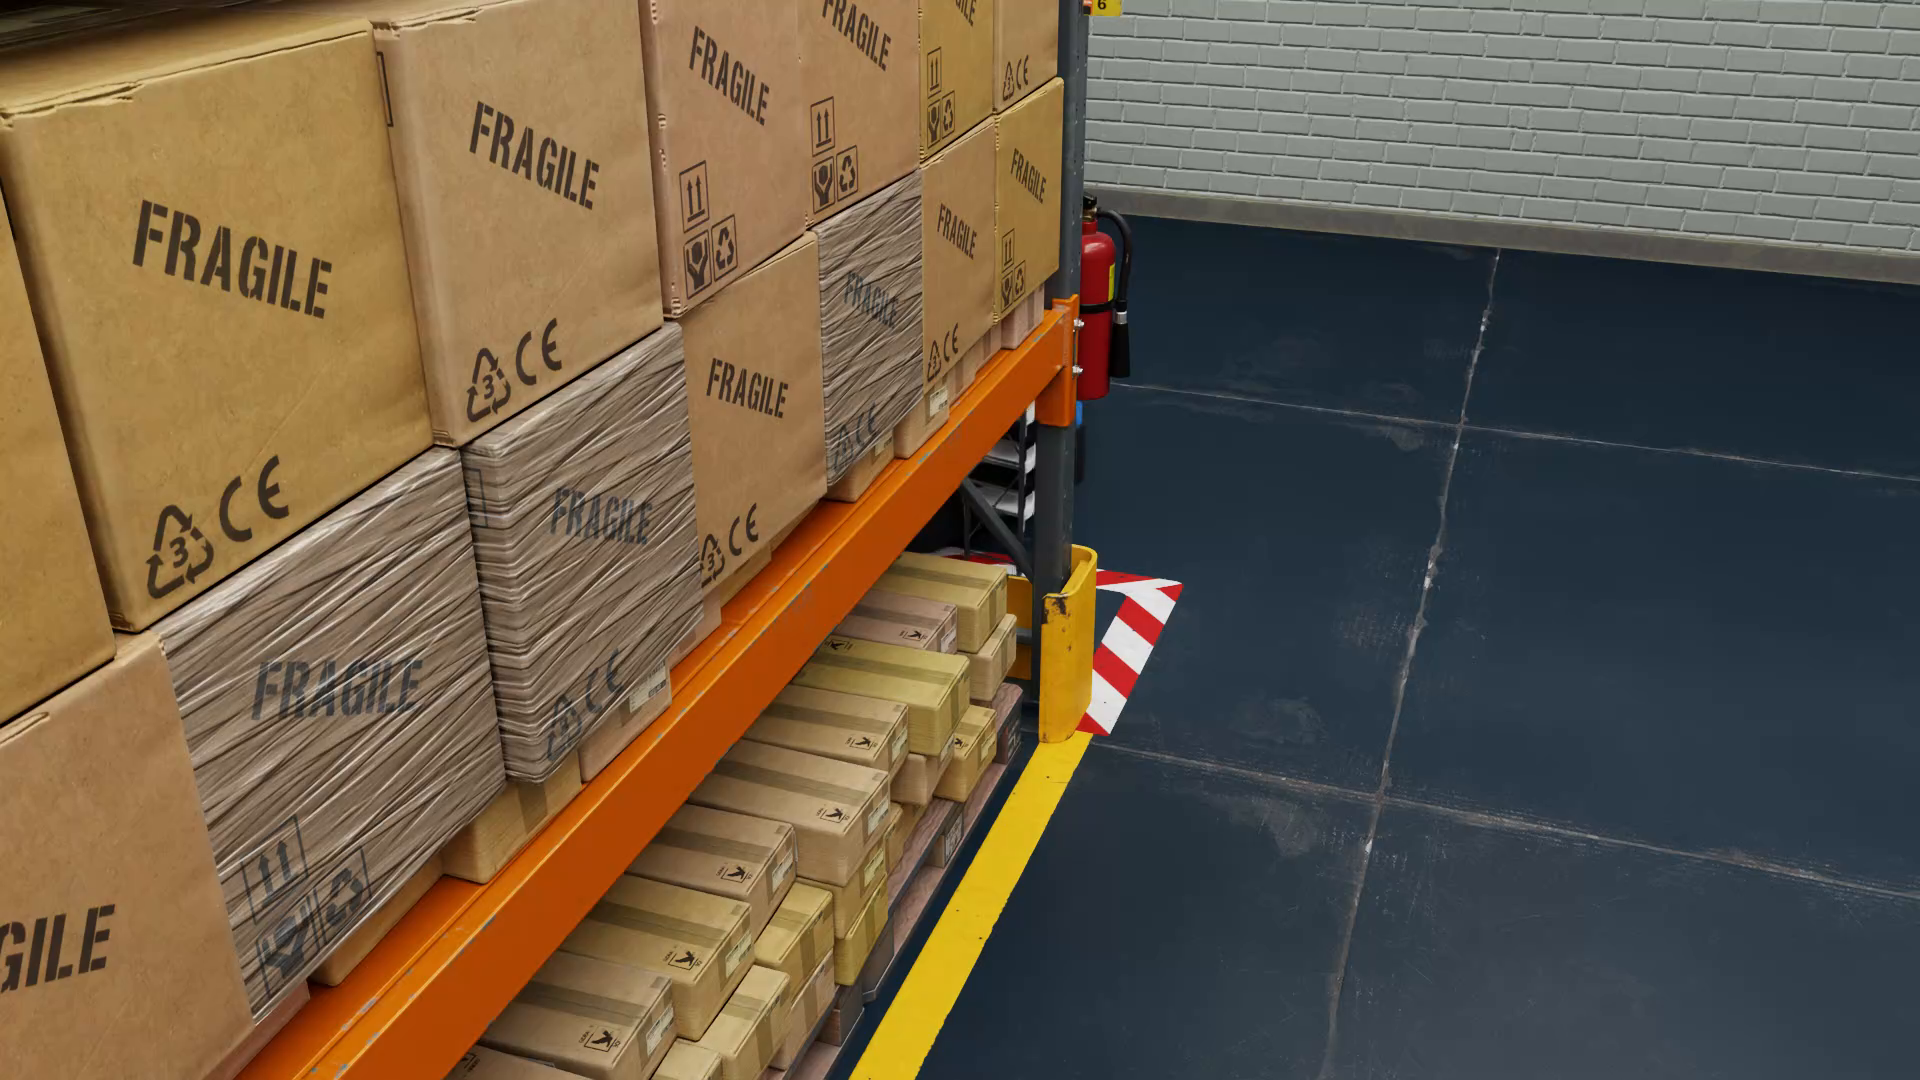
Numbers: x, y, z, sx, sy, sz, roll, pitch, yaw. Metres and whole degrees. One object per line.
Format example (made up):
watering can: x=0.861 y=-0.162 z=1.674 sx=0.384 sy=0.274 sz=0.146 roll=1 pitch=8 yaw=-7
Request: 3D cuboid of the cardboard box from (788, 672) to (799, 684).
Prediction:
cardboard box: x=-0.638 y=0.464 z=4.638 sx=0.380 sy=0.149 sz=0.250 roll=9 pitch=27 yaw=17

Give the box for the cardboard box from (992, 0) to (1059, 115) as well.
cardboard box: x=-0.070 y=-1.323 z=3.936 sx=0.500 sy=0.500 sz=0.500 roll=8 pitch=27 yaw=16

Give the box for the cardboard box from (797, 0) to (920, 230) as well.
cardboard box: x=-0.403 y=-0.900 z=3.062 sx=0.500 sy=0.500 sz=0.500 roll=10 pitch=28 yaw=20

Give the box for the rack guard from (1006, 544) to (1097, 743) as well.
rack guard: x=-0.177 y=0.238 z=5.184 sx=1.175 sy=0.500 sz=0.348 roll=9 pitch=27 yaw=17

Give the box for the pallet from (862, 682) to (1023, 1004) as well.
pallet: x=-0.481 y=0.697 z=4.568 sx=1.003 sy=0.211 sz=1.213 roll=9 pitch=27 yaw=17

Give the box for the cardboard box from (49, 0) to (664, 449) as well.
cardboard box: x=-0.748 y=-0.471 z=2.177 sx=0.500 sy=0.500 sz=0.500 roll=9 pitch=27 yaw=18

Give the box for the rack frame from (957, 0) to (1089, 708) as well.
rack frame: x=-0.152 y=-0.918 z=4.704 sx=1.000 sy=3.000 sz=0.127 roll=9 pitch=27 yaw=17

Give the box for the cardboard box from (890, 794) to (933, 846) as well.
cardboard box: x=-0.290 y=0.639 z=4.277 sx=0.380 sy=0.149 sz=0.250 roll=9 pitch=27 yaw=17

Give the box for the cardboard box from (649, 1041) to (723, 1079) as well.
cardboard box: x=-0.664 y=1.046 z=3.095 sx=0.380 sy=0.149 sz=0.250 roll=9 pitch=27 yaw=17

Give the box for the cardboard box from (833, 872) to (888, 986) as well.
cardboard box: x=-0.385 y=0.856 z=3.829 sx=0.380 sy=0.149 sz=0.250 roll=8 pitch=27 yaw=15

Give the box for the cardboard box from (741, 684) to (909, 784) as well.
cardboard box: x=-0.339 y=0.480 z=3.924 sx=0.380 sy=0.149 sz=0.250 roll=8 pitch=27 yaw=15

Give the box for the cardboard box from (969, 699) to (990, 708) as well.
cardboard box: x=-0.131 y=0.423 z=4.724 sx=0.380 sy=0.149 sz=0.250 roll=9 pitch=27 yaw=18

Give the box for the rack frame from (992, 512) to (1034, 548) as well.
rack frame: x=0.226 y=-0.358 z=5.956 sx=0.240 sy=0.900 sz=0.006 roll=15 pitch=30 yaw=28

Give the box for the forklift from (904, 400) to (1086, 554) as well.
forklift: x=-0.924 y=-1.793 z=6.589 sx=3.031 sy=2.935 sz=1.130 roll=22 pitch=34 yaw=38

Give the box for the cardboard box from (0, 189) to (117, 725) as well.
cardboard box: x=-1.103 y=-0.053 z=1.314 sx=0.500 sy=0.500 sz=0.500 roll=9 pitch=27 yaw=19

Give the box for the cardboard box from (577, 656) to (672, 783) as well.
cardboard box: x=-0.688 y=0.222 z=2.638 sx=0.380 sy=0.149 sz=0.250 roll=10 pitch=28 yaw=20

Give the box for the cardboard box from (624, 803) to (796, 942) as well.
cardboard box: x=-0.569 y=0.690 z=3.489 sx=0.380 sy=0.149 sz=0.250 roll=8 pitch=27 yaw=16

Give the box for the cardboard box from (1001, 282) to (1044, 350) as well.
cardboard box: x=0.006 y=-0.630 z=4.397 sx=0.380 sy=0.149 sz=0.250 roll=9 pitch=27 yaw=18

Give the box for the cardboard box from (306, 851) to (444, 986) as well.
cardboard box: x=-0.929 y=0.425 z=2.218 sx=0.380 sy=0.149 sz=0.250 roll=8 pitch=27 yaw=15

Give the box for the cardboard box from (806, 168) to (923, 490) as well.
cardboard box: x=-0.395 y=-0.454 z=3.290 sx=0.500 sy=0.500 sz=0.500 roll=9 pitch=27 yaw=18

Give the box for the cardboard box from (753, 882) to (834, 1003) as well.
cardboard box: x=-0.493 y=0.832 z=3.538 sx=0.380 sy=0.149 sz=0.250 roll=10 pitch=28 yaw=20

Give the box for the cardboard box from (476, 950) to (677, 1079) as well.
cardboard box: x=-0.748 y=0.898 z=3.060 sx=0.380 sy=0.149 sz=0.250 roll=8 pitch=27 yaw=15

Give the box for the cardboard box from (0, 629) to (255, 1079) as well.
cardboard box: x=-1.081 y=0.380 z=1.567 sx=0.500 sy=0.500 sz=0.500 roll=8 pitch=27 yaw=16

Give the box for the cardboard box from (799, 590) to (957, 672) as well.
cardboard box: x=-0.227 y=0.258 z=4.383 sx=0.380 sy=0.149 sz=0.250 roll=9 pitch=27 yaw=18

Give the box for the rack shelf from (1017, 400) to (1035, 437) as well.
rack shelf: x=0.173 y=-0.452 z=5.814 sx=0.258 sy=0.077 sz=0.200 roll=15 pitch=30 yaw=28

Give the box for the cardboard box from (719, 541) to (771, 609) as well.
cardboard box: x=-0.579 y=-0.002 z=3.100 sx=0.380 sy=0.149 sz=0.250 roll=9 pitch=27 yaw=18

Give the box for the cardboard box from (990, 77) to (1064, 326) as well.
cardboard box: x=-0.059 y=-0.875 z=4.159 sx=0.500 sy=0.500 sz=0.500 roll=9 pitch=27 yaw=18

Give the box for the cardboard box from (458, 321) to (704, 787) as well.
cardboard box: x=-0.721 y=-0.026 z=2.406 sx=0.500 sy=0.500 sz=0.500 roll=8 pitch=27 yaw=16

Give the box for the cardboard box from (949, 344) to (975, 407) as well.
cardboard box: x=-0.181 y=-0.428 z=3.980 sx=0.380 sy=0.149 sz=0.250 roll=8 pitch=27 yaw=17

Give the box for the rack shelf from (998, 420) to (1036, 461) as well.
rack shelf: x=0.173 y=-0.371 z=5.853 sx=0.258 sy=0.077 sz=0.200 roll=15 pitch=30 yaw=28

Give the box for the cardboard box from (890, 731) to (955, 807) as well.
cardboard box: x=-0.230 y=0.514 z=4.194 sx=0.380 sy=0.149 sz=0.250 roll=8 pitch=27 yaw=15

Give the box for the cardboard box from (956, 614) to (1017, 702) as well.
cardboard box: x=-0.059 y=0.301 z=4.635 sx=0.380 sy=0.149 sz=0.250 roll=8 pitch=27 yaw=16

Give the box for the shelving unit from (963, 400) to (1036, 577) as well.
shelving unit: x=0.173 y=-0.320 z=5.878 sx=0.258 sy=0.900 sz=0.210 roll=15 pitch=30 yaw=28

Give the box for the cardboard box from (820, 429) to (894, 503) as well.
cardboard box: x=-0.360 y=-0.216 z=3.542 sx=0.380 sy=0.149 sz=0.250 roll=8 pitch=27 yaw=15
